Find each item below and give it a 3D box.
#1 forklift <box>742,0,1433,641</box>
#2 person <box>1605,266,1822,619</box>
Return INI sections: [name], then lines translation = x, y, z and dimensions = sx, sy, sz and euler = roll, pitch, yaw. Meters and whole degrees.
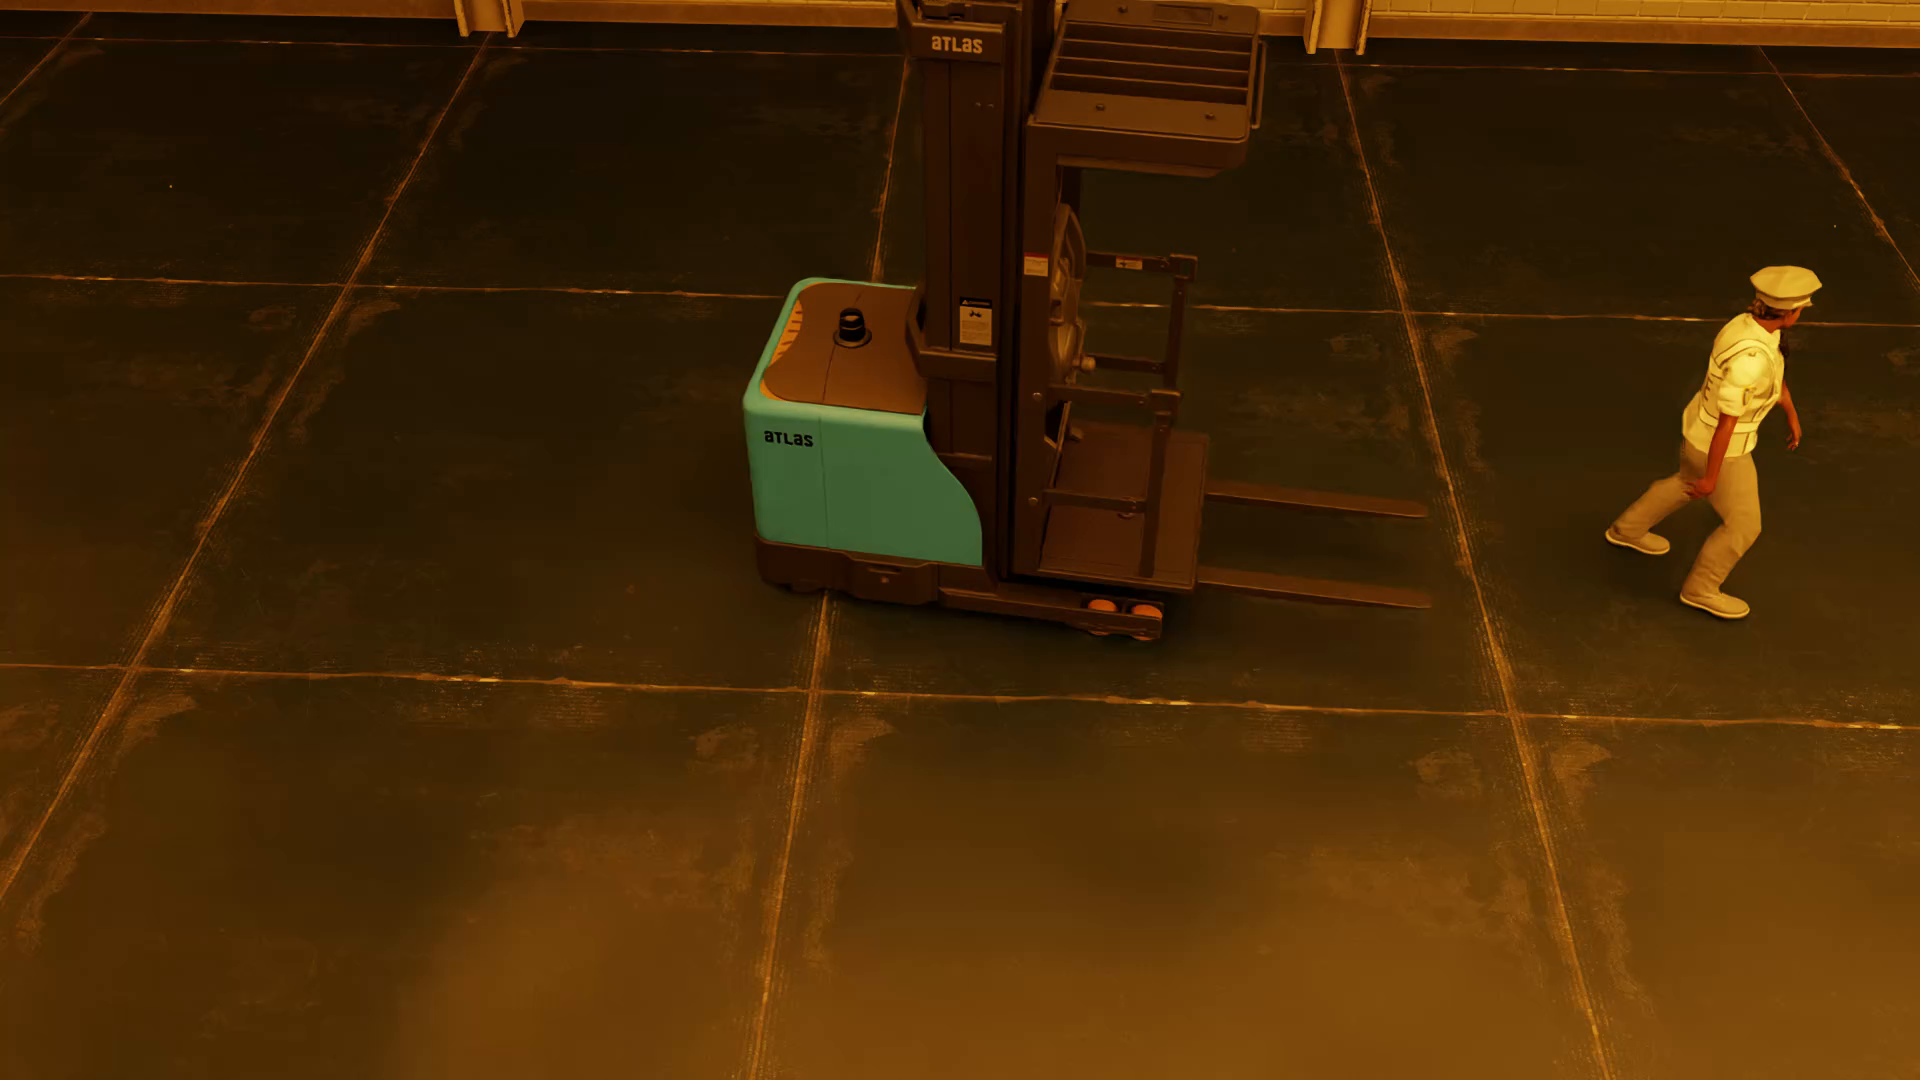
[forklift]
translation = 0.630, -1.022, 6.862
dimensions = 3.031, 2.935, 1.130
euler = 7, 43, 7
[person]
translation = 3.320, -0.424, 7.193
dimensions = 0.636, 1.611, 0.564
euler = 14, 44, 15
